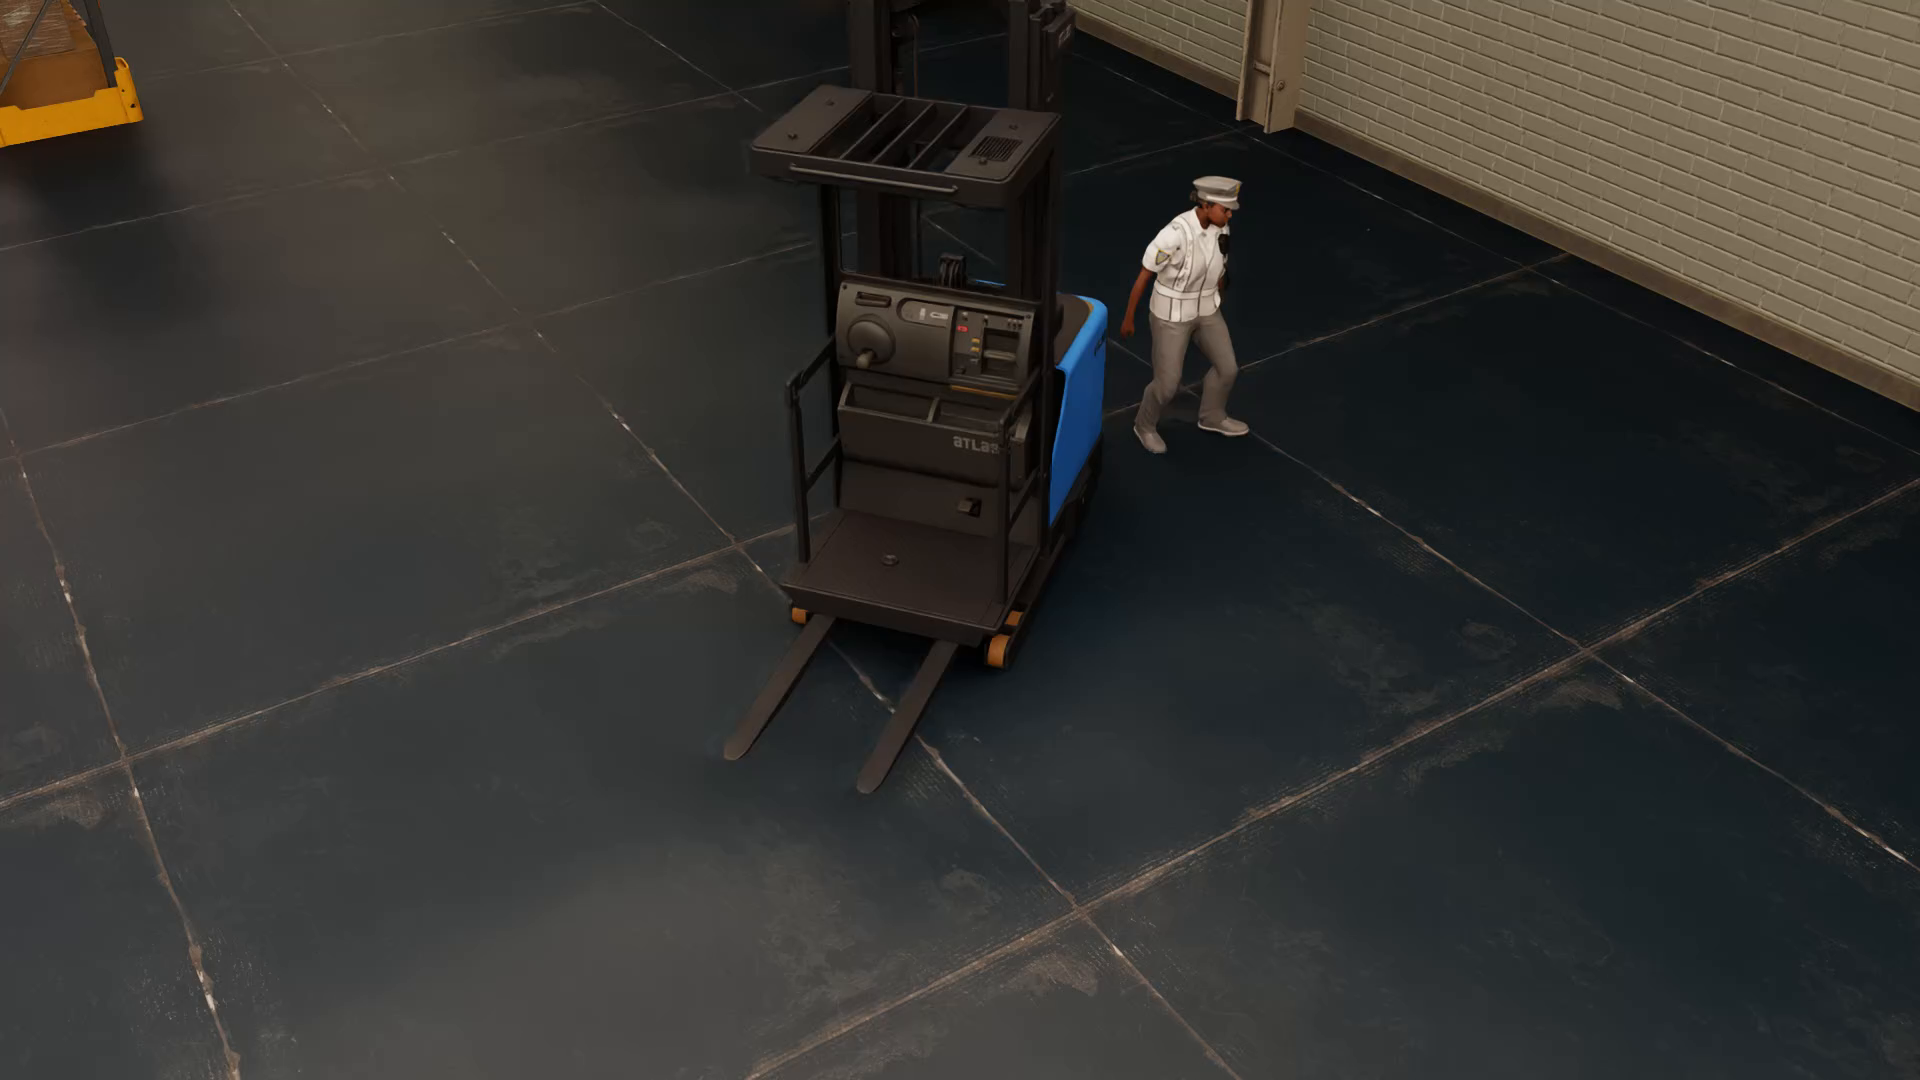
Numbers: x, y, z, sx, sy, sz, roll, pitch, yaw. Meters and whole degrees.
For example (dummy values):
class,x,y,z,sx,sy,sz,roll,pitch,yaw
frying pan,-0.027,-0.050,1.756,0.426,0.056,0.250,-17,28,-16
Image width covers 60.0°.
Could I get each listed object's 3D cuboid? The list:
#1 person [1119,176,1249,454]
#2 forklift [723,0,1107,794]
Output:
class,x,y,z,sx,sy,sz,roll,pitch,yaw
person,1.251,-1.226,9.052,0.796,1.631,0.424,-18,39,-23
forklift,-0.187,-0.859,7.370,1.130,2.935,3.031,11,37,16
